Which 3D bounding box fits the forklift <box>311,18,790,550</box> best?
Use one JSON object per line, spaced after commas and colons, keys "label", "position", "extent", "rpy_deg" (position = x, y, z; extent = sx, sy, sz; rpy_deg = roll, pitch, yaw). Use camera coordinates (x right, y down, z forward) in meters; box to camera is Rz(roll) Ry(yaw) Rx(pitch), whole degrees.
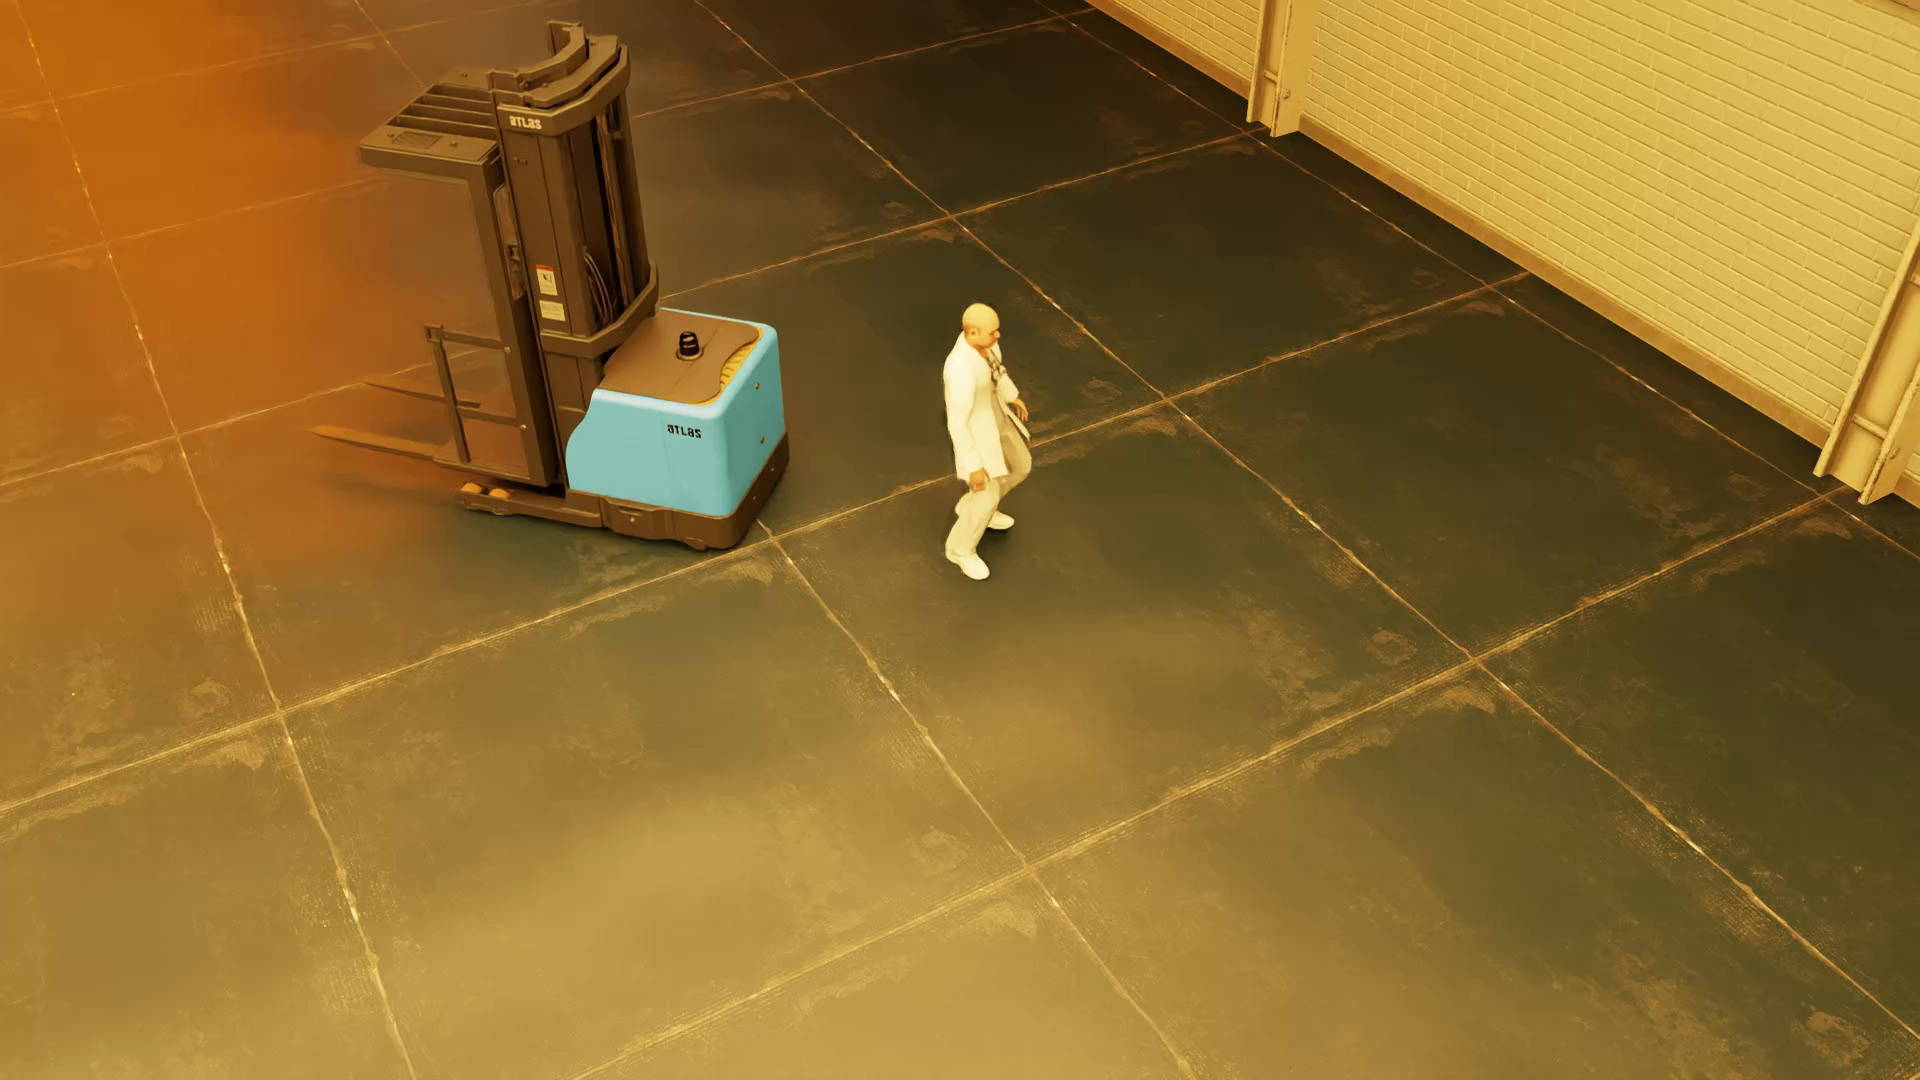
{"label": "forklift", "position": [-2.687, -1.597, 9.962], "extent": [3.031, 2.935, 1.130], "rpy_deg": [11, 41, 13]}

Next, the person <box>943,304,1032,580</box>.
{"label": "person", "position": [0.133, -0.631, 9.755], "extent": [0.464, 1.708, 0.777], "rpy_deg": [15, 42, 17]}
